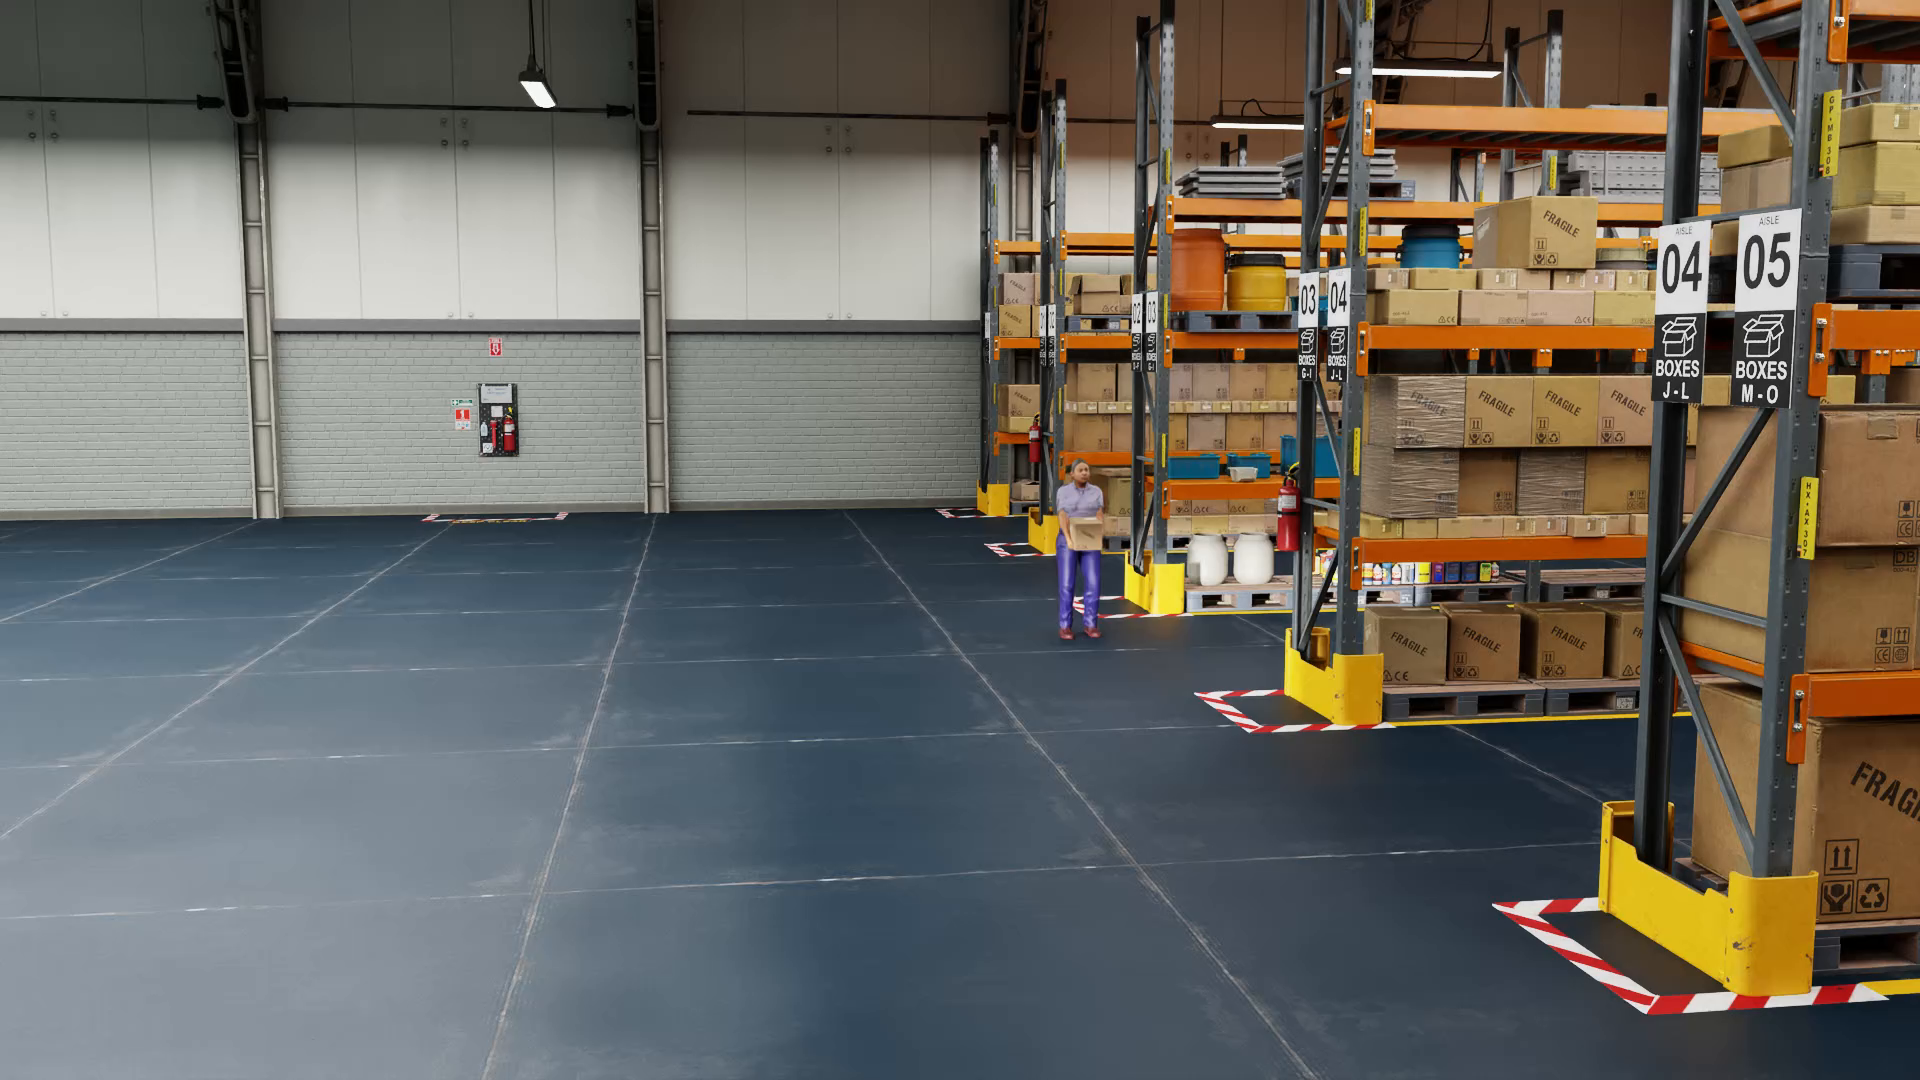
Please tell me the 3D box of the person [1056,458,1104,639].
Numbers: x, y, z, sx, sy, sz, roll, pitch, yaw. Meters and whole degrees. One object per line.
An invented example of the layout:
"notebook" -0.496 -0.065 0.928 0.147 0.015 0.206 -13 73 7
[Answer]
"person" 1.115 0.086 15.264 0.441 1.633 0.519 -1 7 -9
